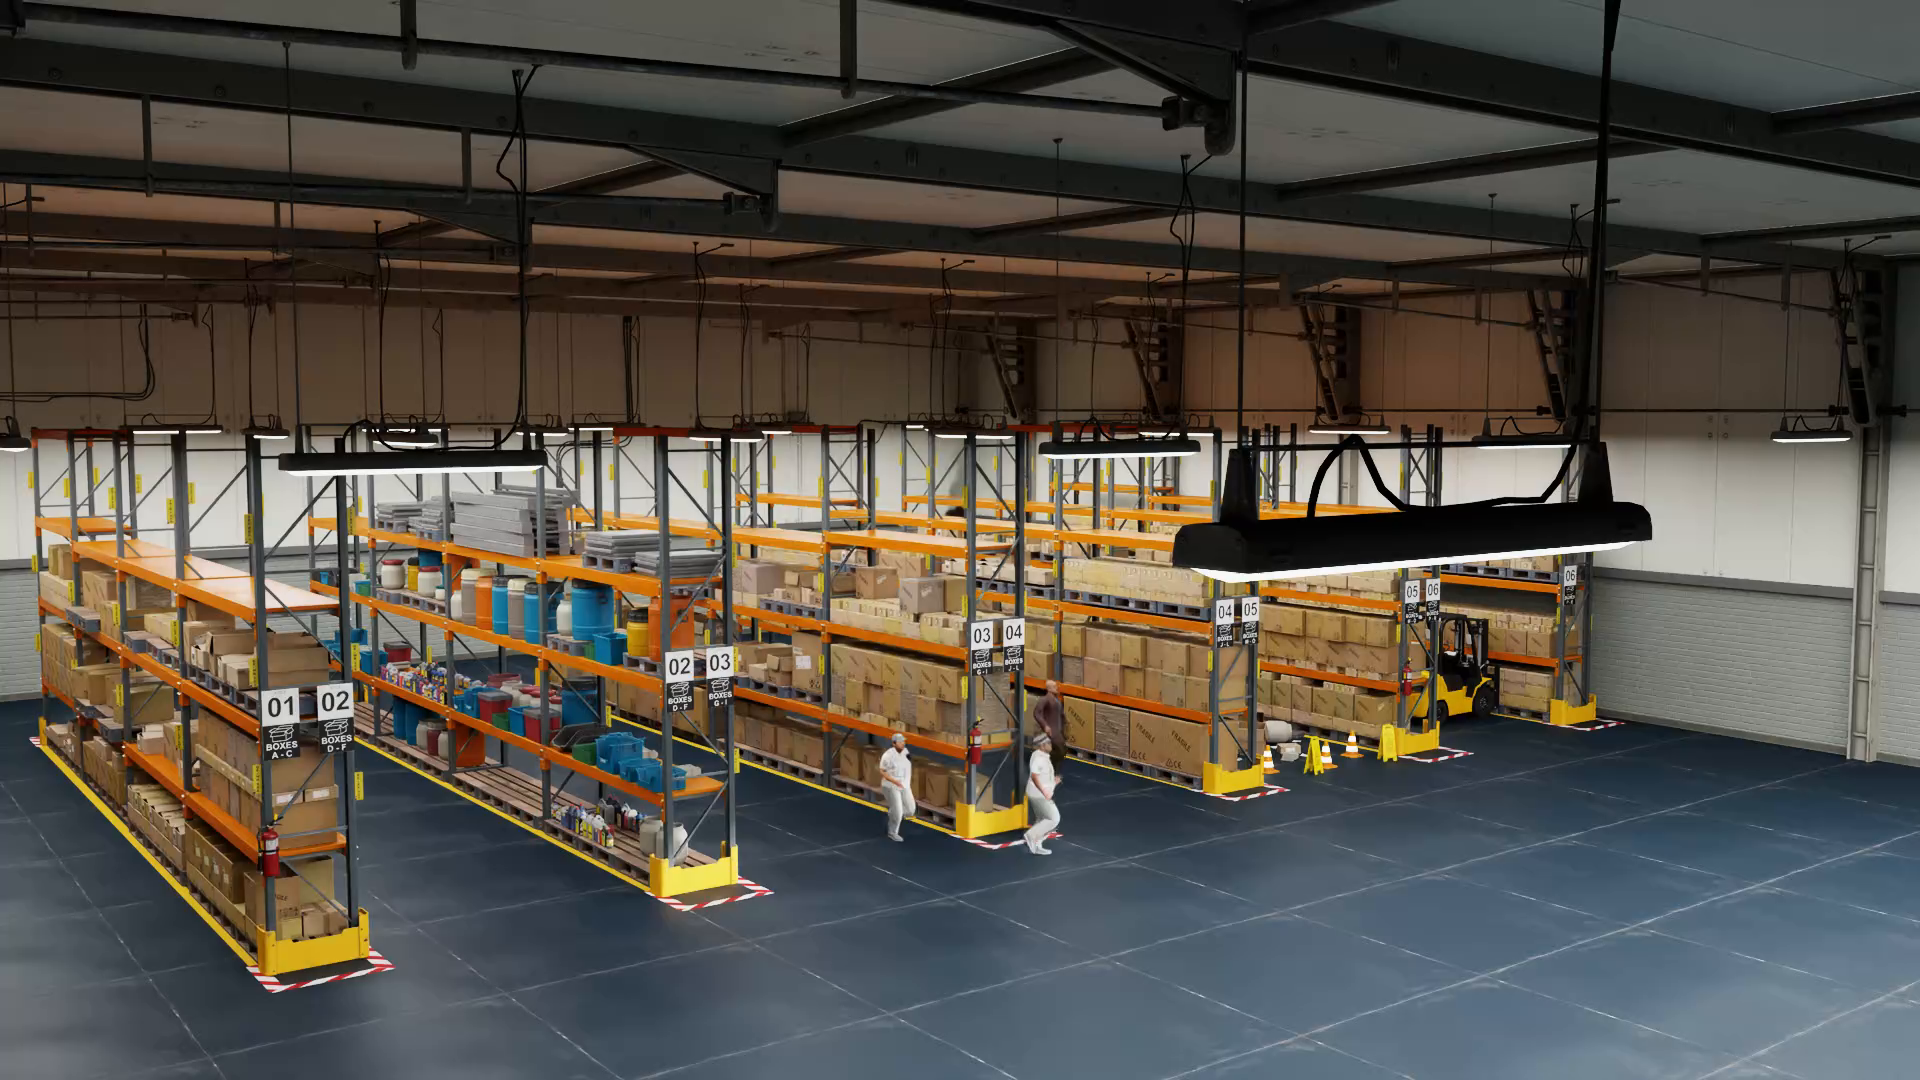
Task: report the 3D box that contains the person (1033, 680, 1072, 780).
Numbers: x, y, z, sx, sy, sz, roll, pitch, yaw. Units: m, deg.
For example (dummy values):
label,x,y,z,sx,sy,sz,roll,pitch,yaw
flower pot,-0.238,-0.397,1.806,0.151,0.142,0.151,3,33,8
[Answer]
label,x,y,z,sx,sy,sz,roll,pitch,yaw
person,1.576,3.252,28.314,0.640,1.721,0.721,2,5,29

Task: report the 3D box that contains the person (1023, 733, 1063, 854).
label,x,y,z,sx,sy,sz,roll,pitch,yaw
person,1.176,3.604,23.673,0.629,1.754,0.649,-1,5,-9

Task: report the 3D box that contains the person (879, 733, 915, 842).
label,x,y,z,sx,sy,sz,roll,pitch,yaw
person,-0.913,3.625,24.416,0.602,1.615,0.551,-4,6,-41
